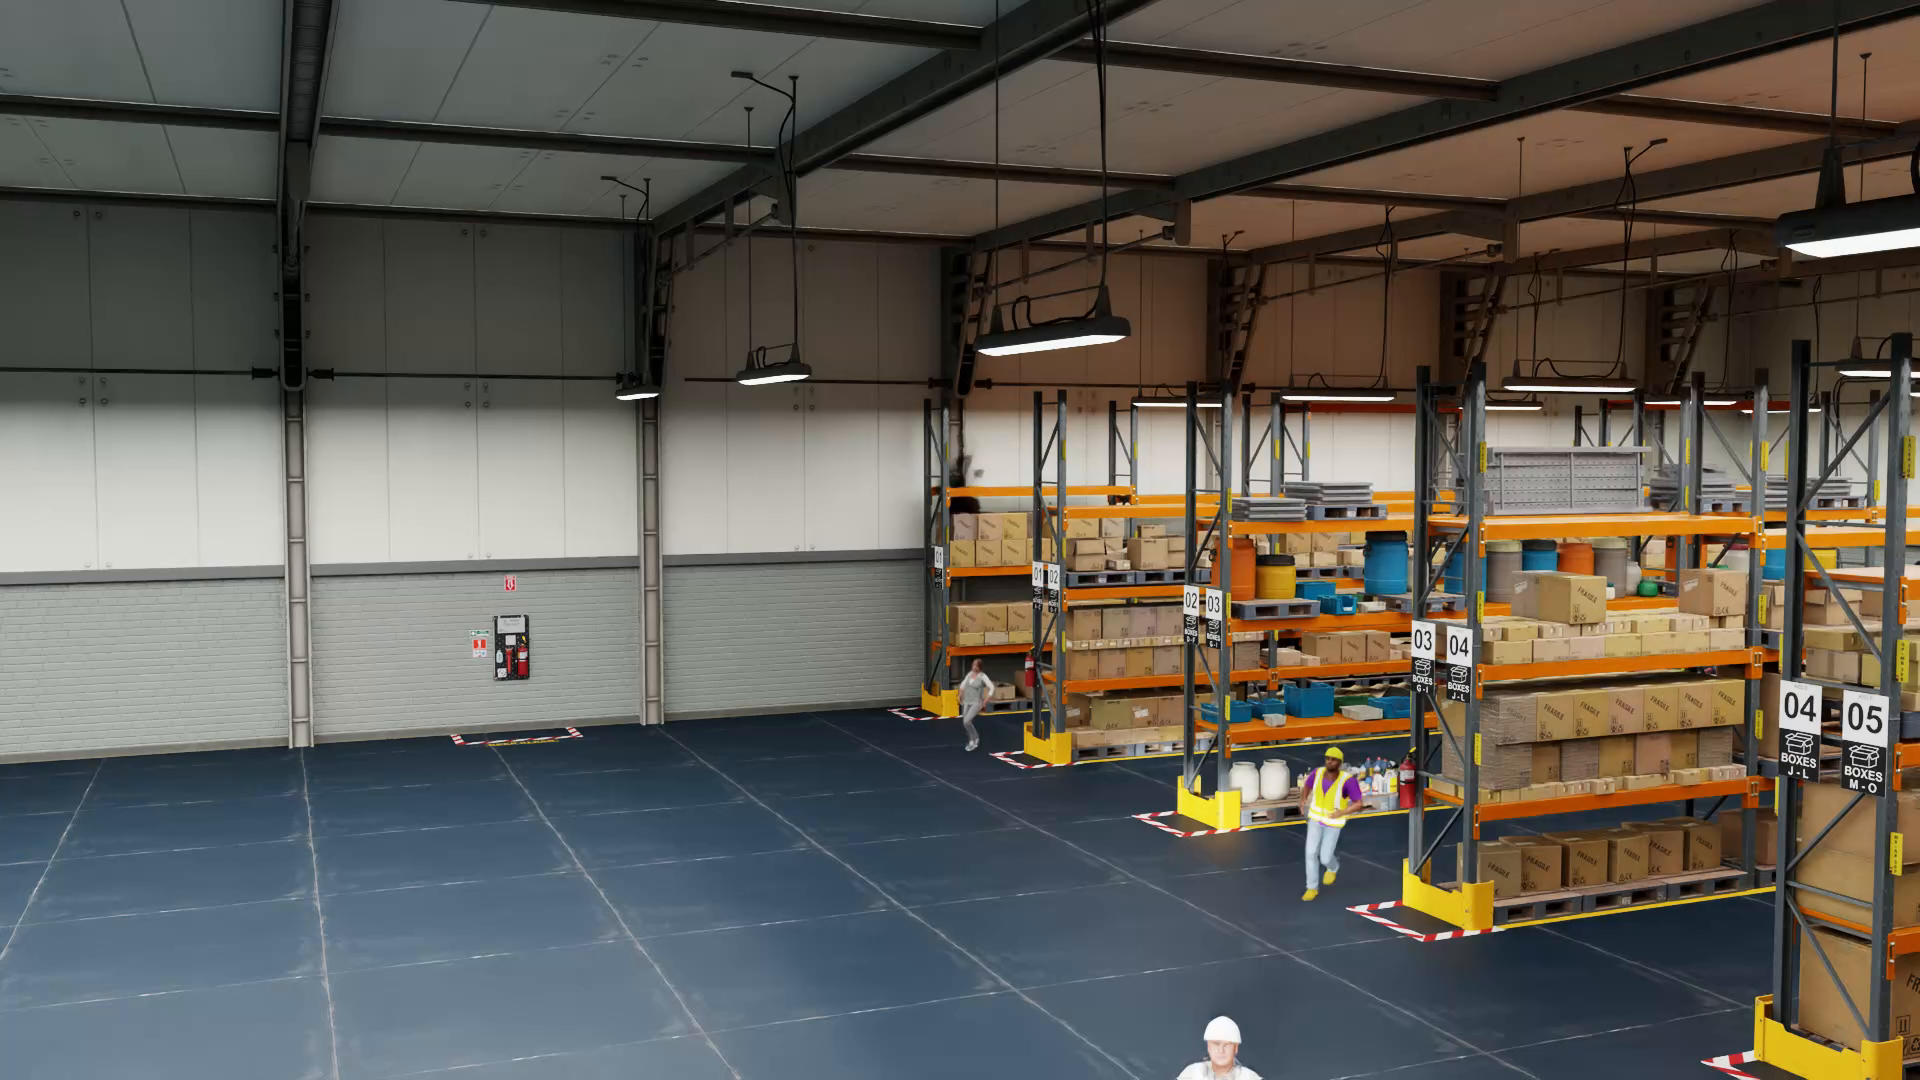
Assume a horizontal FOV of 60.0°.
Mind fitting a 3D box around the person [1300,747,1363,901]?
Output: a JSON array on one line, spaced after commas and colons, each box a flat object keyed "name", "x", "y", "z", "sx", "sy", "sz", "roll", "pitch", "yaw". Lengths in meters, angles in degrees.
[{"name": "person", "x": 4.222, "y": 3.206, "z": 18.931, "sx": 0.746, "sy": 1.736, "sz": 0.765, "roll": 2, "pitch": 4, "yaw": 37}]

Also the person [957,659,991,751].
[{"name": "person", "x": 1.473, "y": 2.598, "z": 30.349, "sx": 2.036, "sy": 1.552, "sz": 6.208, "roll": 3, "pitch": 4, "yaw": 39}]

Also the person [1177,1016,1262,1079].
[{"name": "person", "x": 1.544, "y": 3.704, "z": 9.876, "sx": 0.669, "sy": 1.747, "sz": 0.882, "roll": 1, "pitch": 3, "yaw": 13}]
